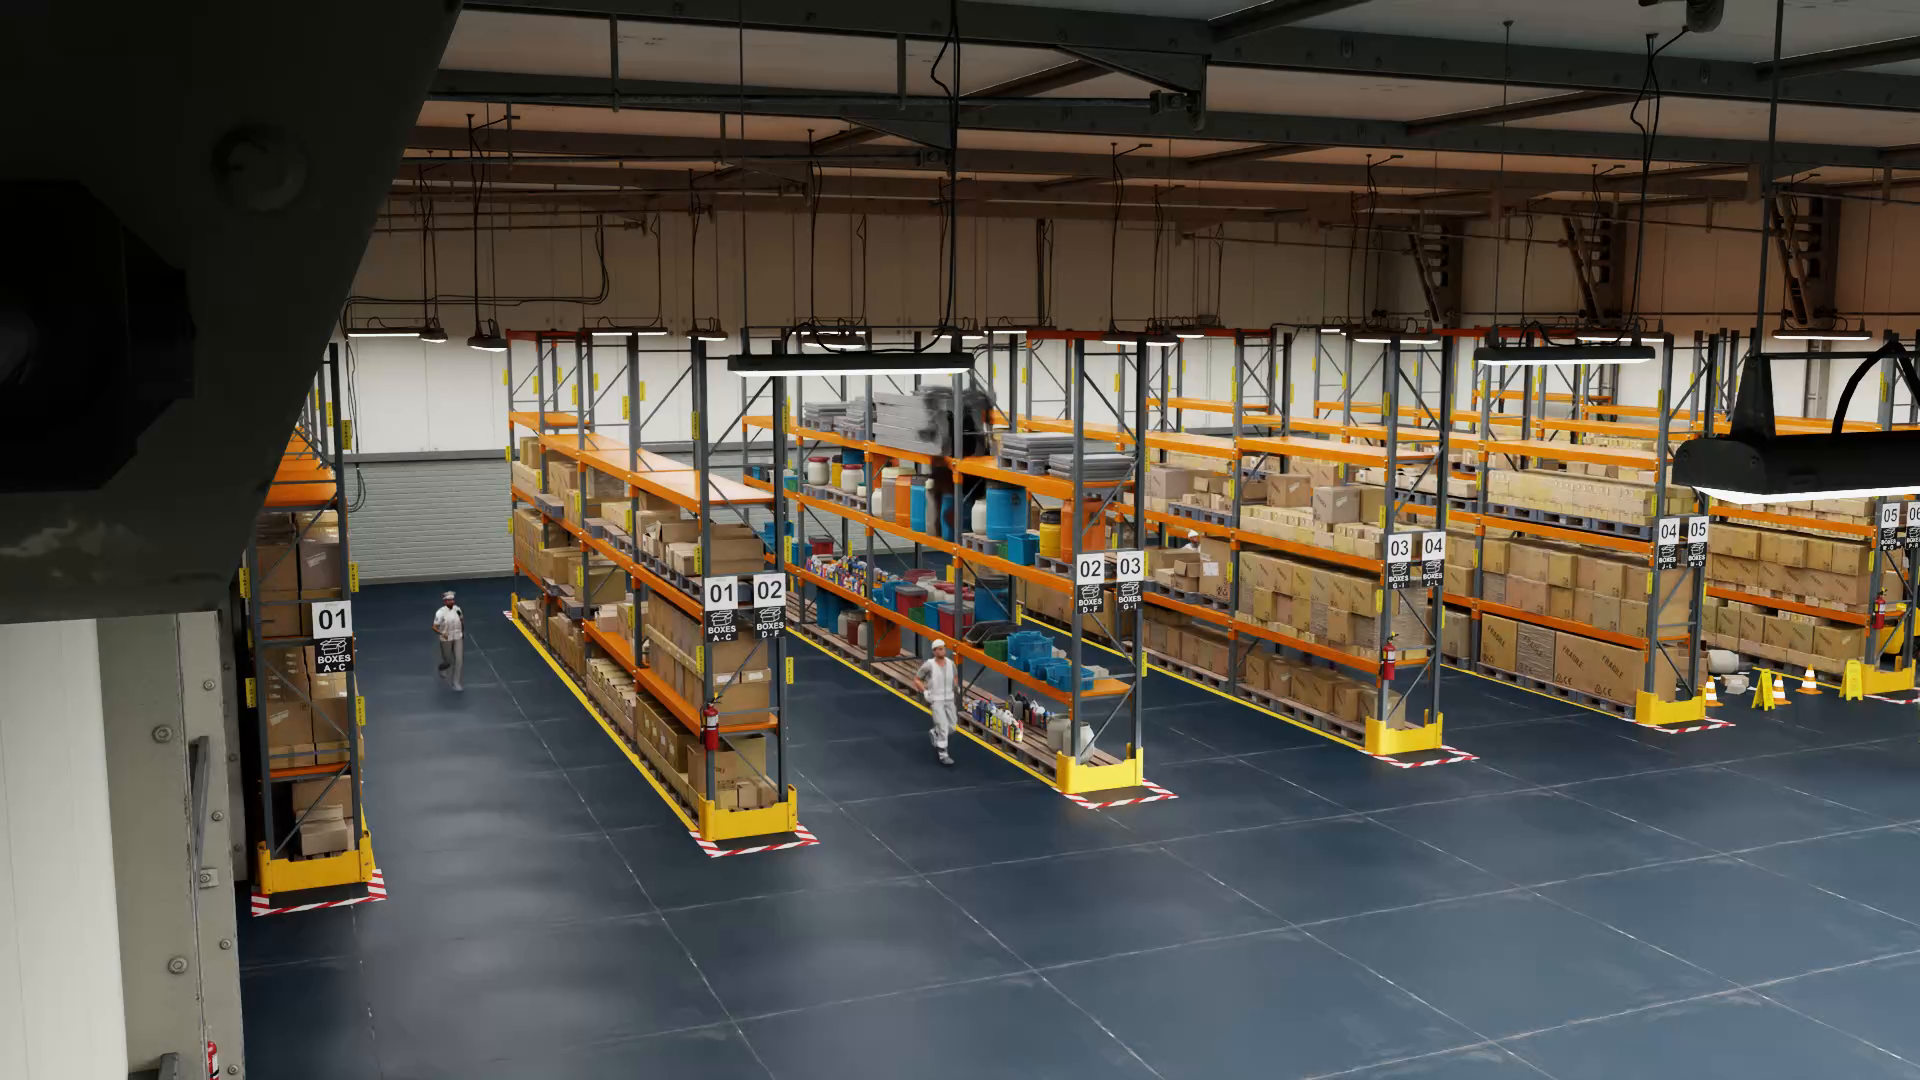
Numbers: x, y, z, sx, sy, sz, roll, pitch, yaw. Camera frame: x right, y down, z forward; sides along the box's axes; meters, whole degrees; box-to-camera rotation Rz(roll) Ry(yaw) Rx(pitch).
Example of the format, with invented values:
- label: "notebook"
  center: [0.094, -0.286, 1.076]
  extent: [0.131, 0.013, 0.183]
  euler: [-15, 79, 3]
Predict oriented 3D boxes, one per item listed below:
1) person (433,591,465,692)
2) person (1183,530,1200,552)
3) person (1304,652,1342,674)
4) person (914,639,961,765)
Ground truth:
- label: "person"
  center: [-8.625, 1.688, 28.159]
  extent: [0.578, 1.684, 0.782]
  euler: [-6, 10, -37]
- label: "person"
  center: [5.029, 0.654, 35.409]
  extent: [0.635, 1.727, 0.564]
  euler: [-3, 8, -22]
- label: "person"
  center: [6.496, 1.516, 29.549]
  extent: [0.628, 1.663, 0.803]
  euler: [-5, 9, -31]
- label: "person"
  center: [-0.300, 2.271, 23.571]
  extent: [0.663, 1.747, 0.780]
  euler: [-5, 9, -31]
